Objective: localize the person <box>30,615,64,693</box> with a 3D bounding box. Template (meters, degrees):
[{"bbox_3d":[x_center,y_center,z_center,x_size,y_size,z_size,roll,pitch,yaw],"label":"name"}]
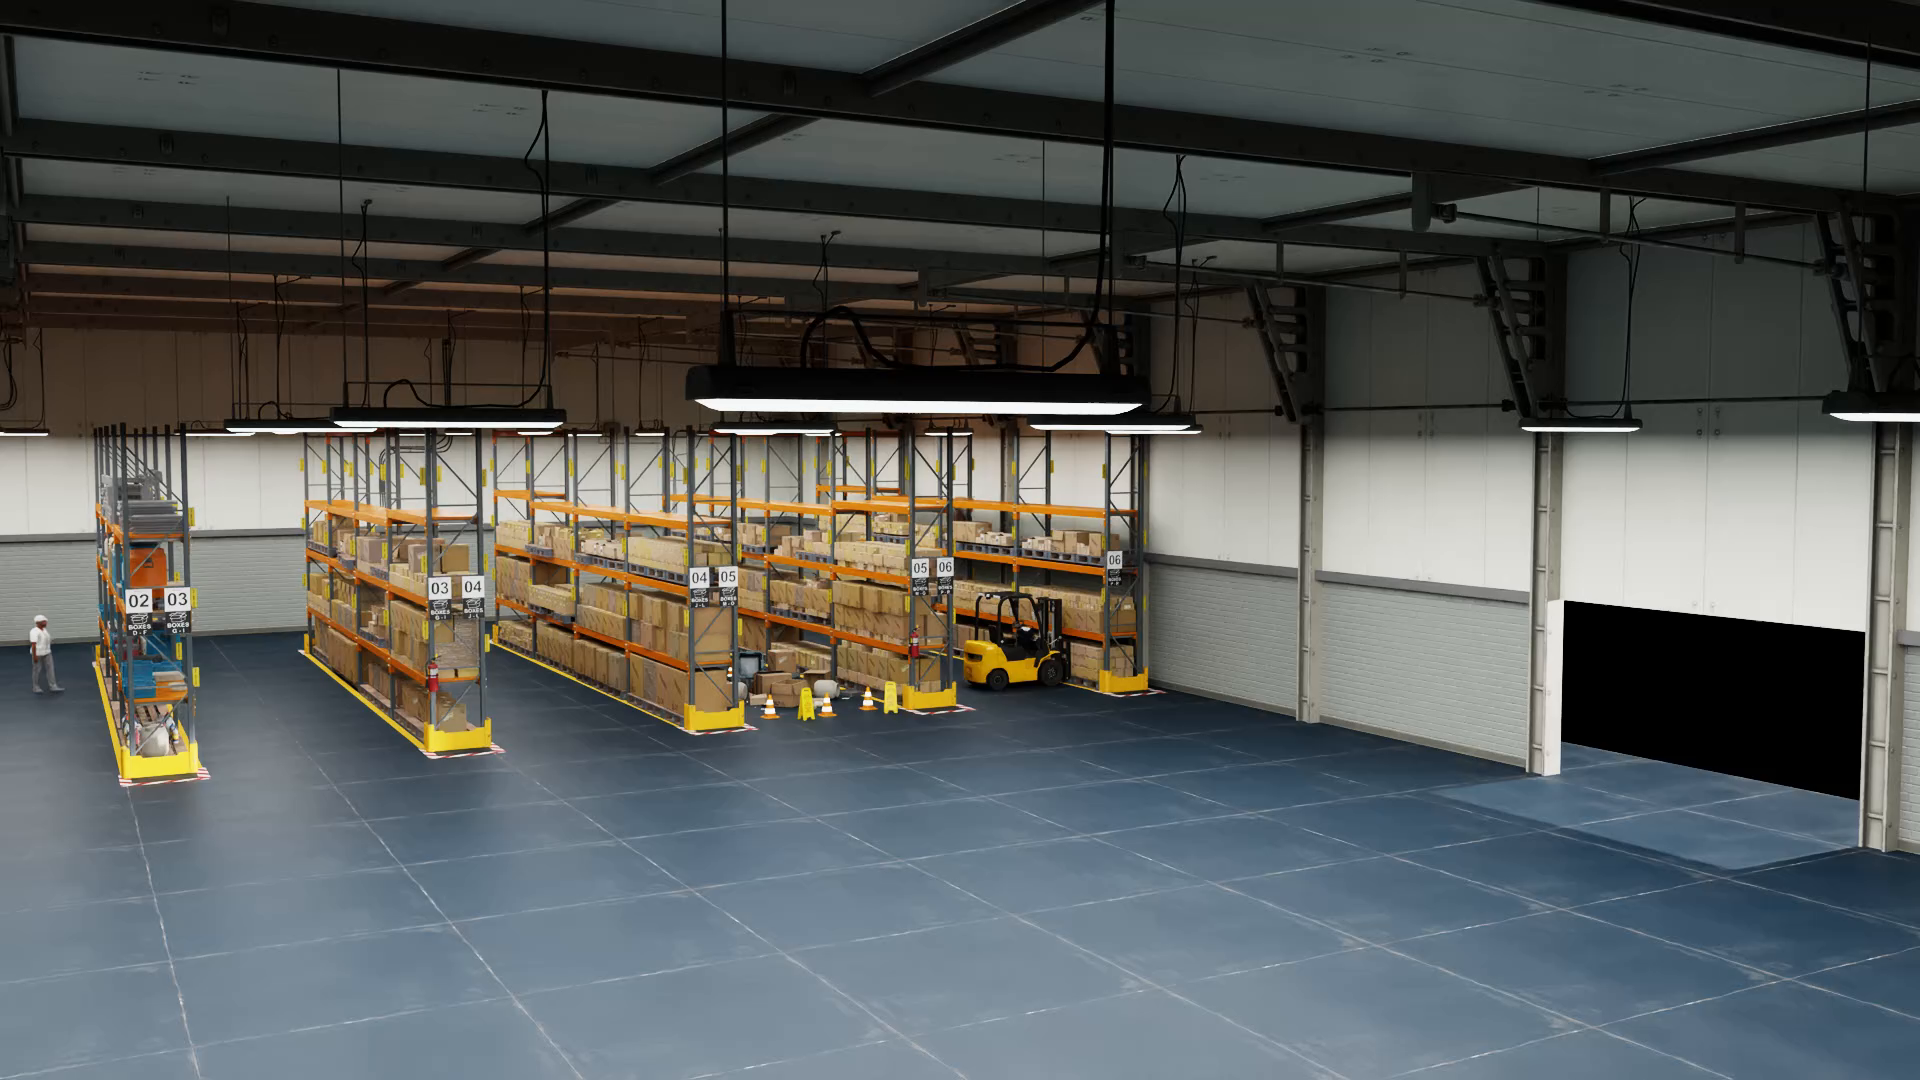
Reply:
[{"bbox_3d":[-20.685,2.575,37.516,0.646,1.762,0.587,1,4,21],"label":"person"}]

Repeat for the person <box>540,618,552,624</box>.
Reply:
[{"bbox_3d":[-12.180,1.900,48.842,0.545,1.740,0.392,-2,4,-27],"label":"person"}]
